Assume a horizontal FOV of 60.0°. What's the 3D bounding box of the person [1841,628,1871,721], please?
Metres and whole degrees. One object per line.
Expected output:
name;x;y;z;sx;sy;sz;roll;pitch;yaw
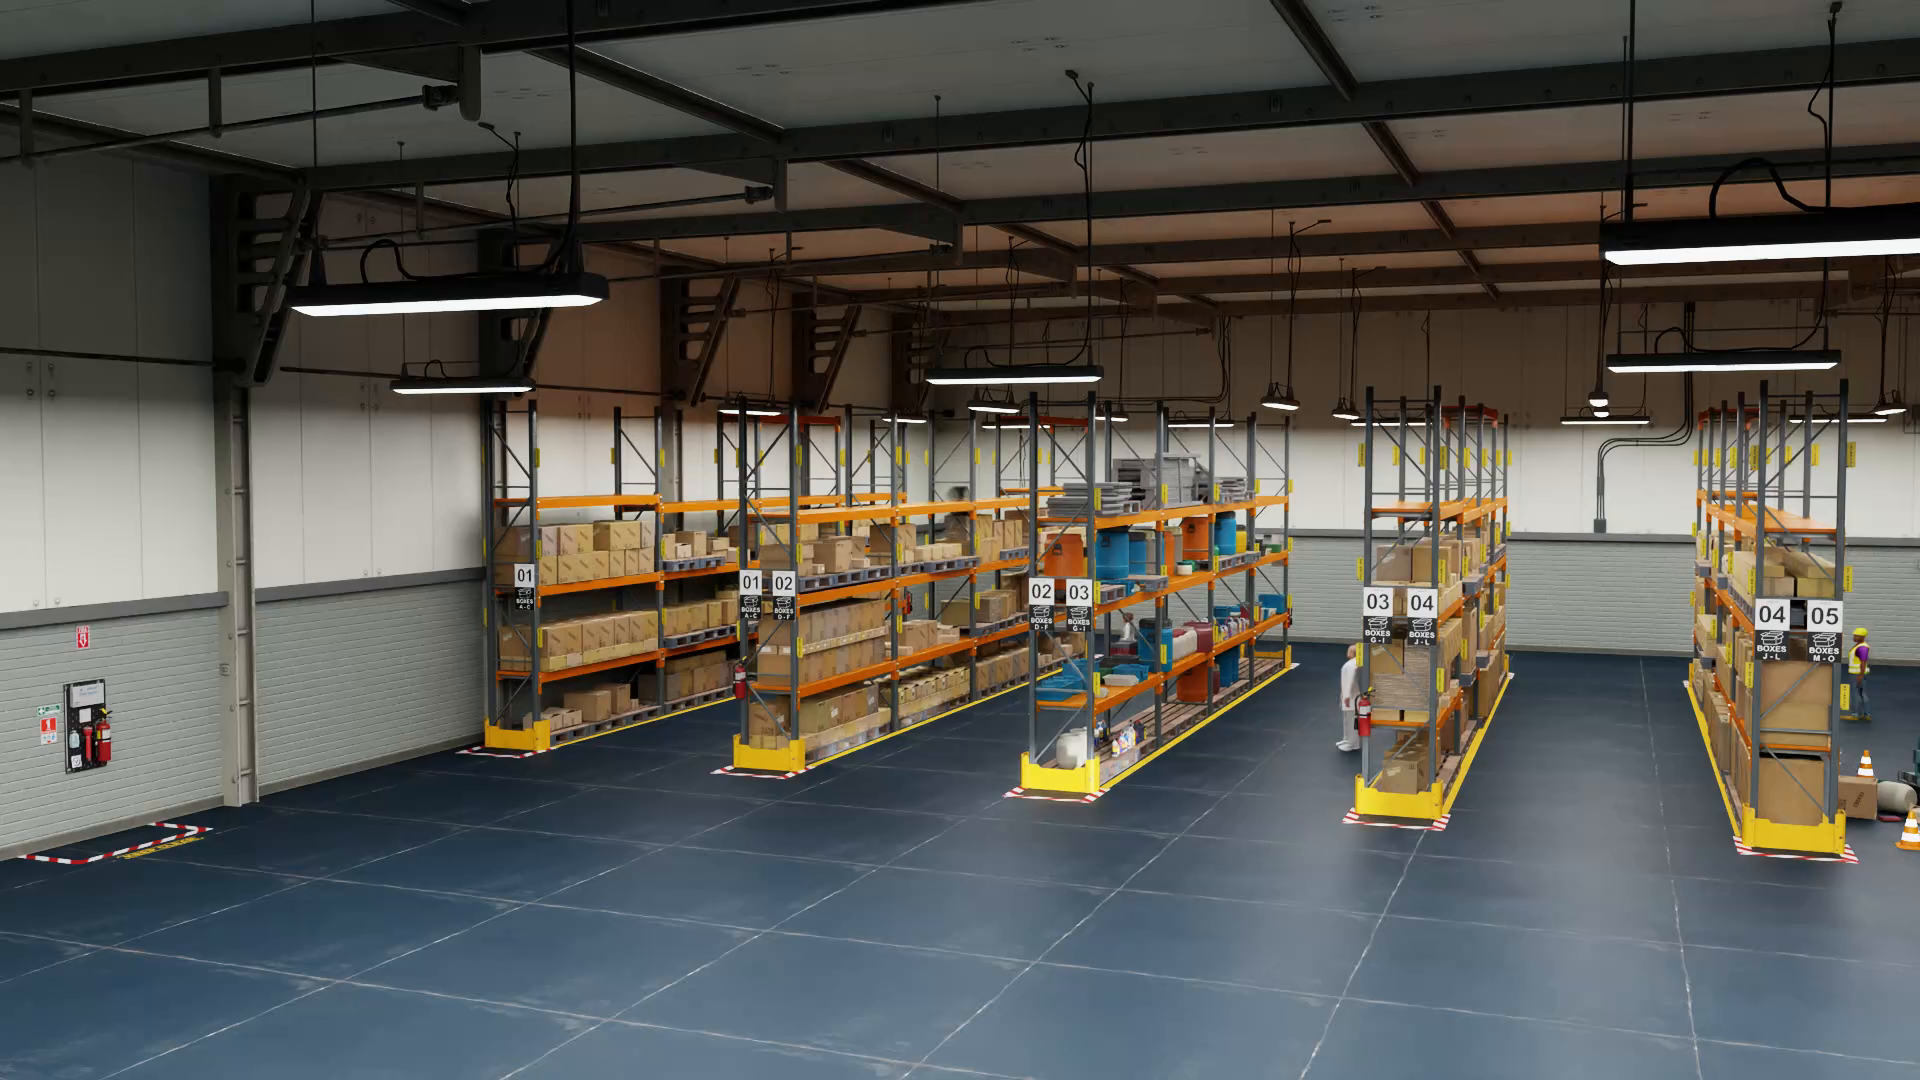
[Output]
person;17.149;2.560;31.747;0.599;1.771;0.440;-3;4;-44

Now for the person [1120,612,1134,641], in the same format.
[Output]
person;3.690;2.393;36.594;0.342;1.609;0.496;1;3;25

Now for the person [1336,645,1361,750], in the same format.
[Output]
person;6.702;2.695;28.597;0.424;1.786;0.610;0;3;4
